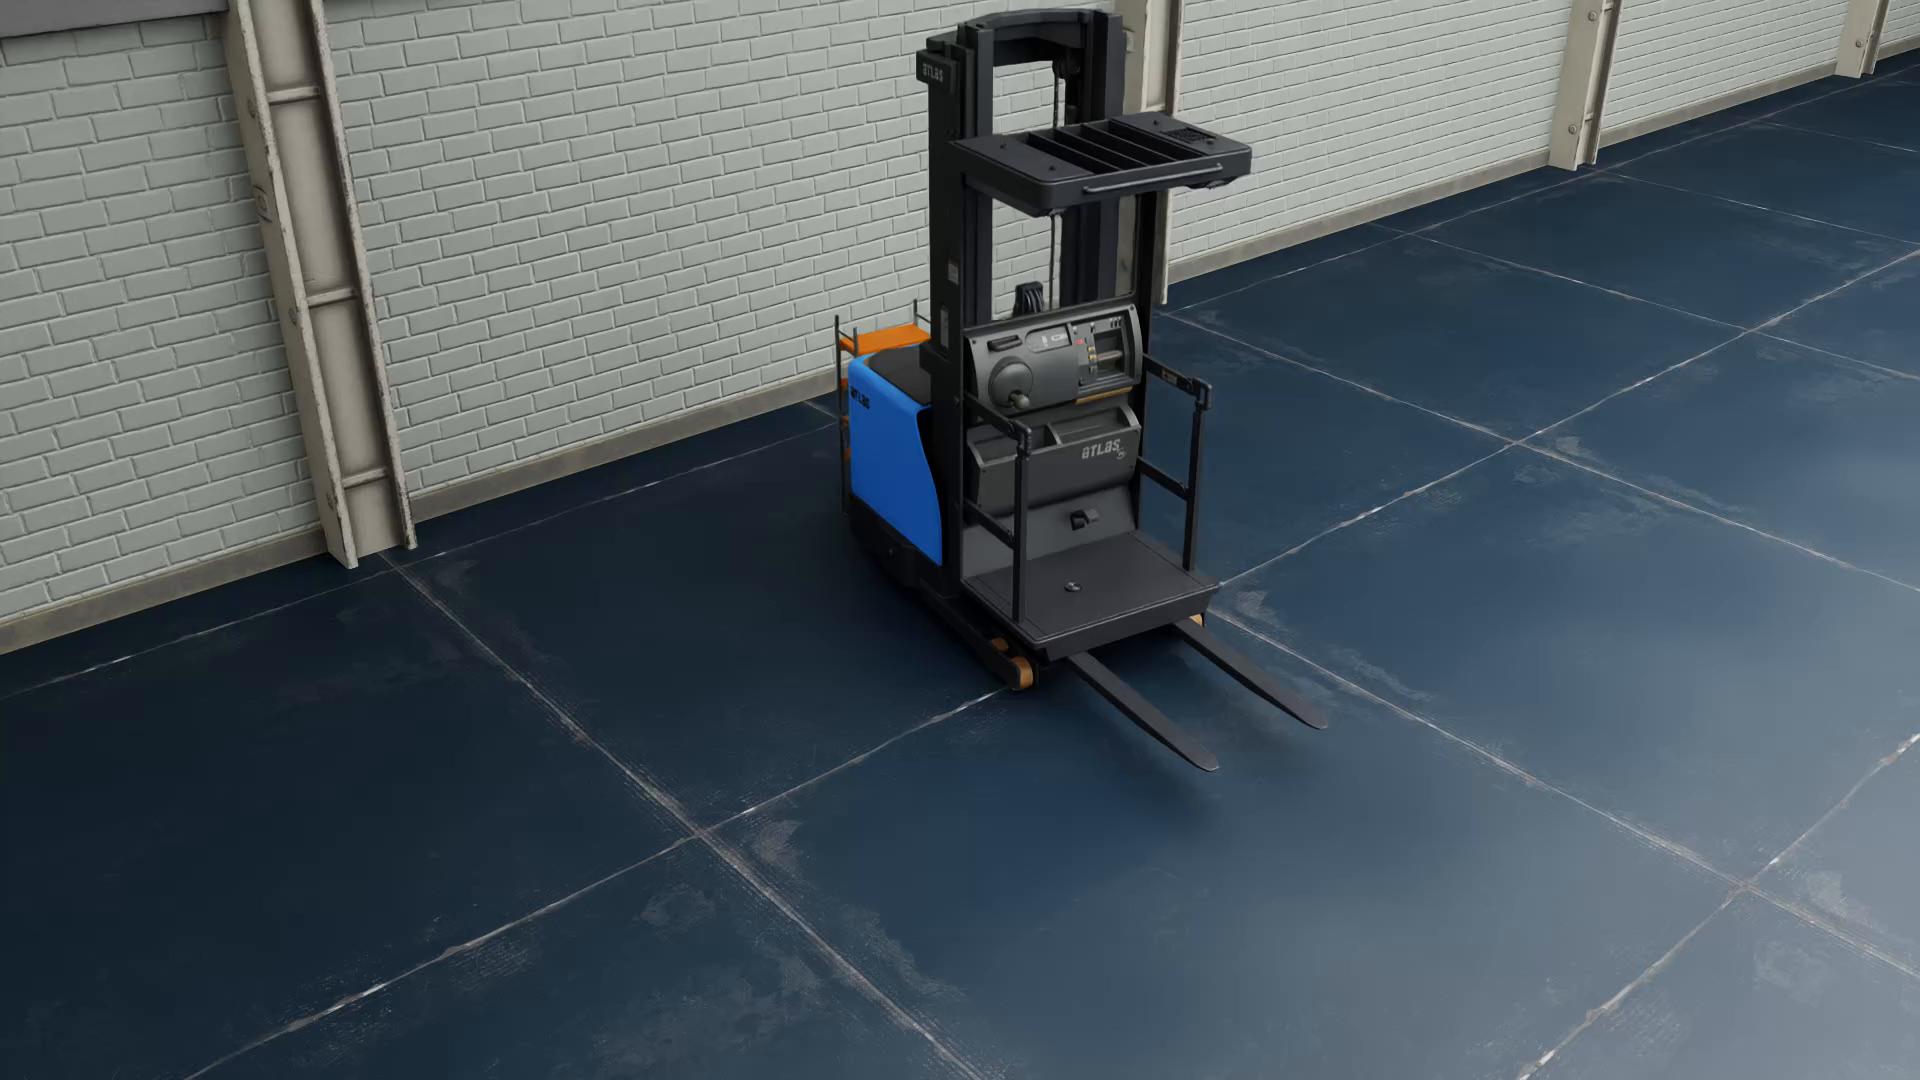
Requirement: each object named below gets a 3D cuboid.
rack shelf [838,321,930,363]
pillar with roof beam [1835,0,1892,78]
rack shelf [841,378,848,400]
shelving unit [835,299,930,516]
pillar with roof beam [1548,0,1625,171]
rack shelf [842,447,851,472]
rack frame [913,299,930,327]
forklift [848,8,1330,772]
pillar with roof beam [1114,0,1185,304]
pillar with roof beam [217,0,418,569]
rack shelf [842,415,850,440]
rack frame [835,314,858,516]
[{"bbox_3d":[-0.400,-1.045,9.099,0.480,0.148,0.258,-16,32,-27],"label":"rack shelf"},{"bbox_3d":[13.245,-7.890,14.466,0.400,9.000,9.100,-22,35,-35],"label":"pillar with roof beam"},{"bbox_3d":[-0.400,-0.836,9.210,0.480,0.148,0.258,-16,32,-27],"label":"rack shelf"},{"bbox_3d":[-0.400,-0.698,9.284,0.503,1.200,0.258,-16,32,-27],"label":"shelving unit"},{"bbox_3d":[8.681,-6.054,11.031,0.400,9.000,9.100,-22,35,-35],"label":"pillar with roof beam"},{"bbox_3d":[-0.400,-0.464,9.409,0.480,0.148,0.258,-16,32,-27],"label":"rack shelf"},{"bbox_3d":[-0.191,-0.757,9.394,0.015,1.200,0.240,-16,32,-27],"label":"rack frame"},{"bbox_3d":[0.567,-0.823,7.680,1.130,2.935,3.031,-15,32,-26],"label":"forklift"},{"bbox_3d":[4.116,-4.219,7.597,0.400,9.000,9.100,-22,35,-35],"label":"pillar with roof beam"},{"bbox_3d":[-0.448,-2.383,4.162,0.400,9.000,9.100,-22,35,-35],"label":"pillar with roof beam"},{"bbox_3d":[-0.400,-0.639,9.316,0.480,0.148,0.258,-16,32,-27],"label":"rack shelf"},{"bbox_3d":[-0.610,-0.640,9.174,0.015,1.200,0.240,-16,32,-27],"label":"rack frame"}]
